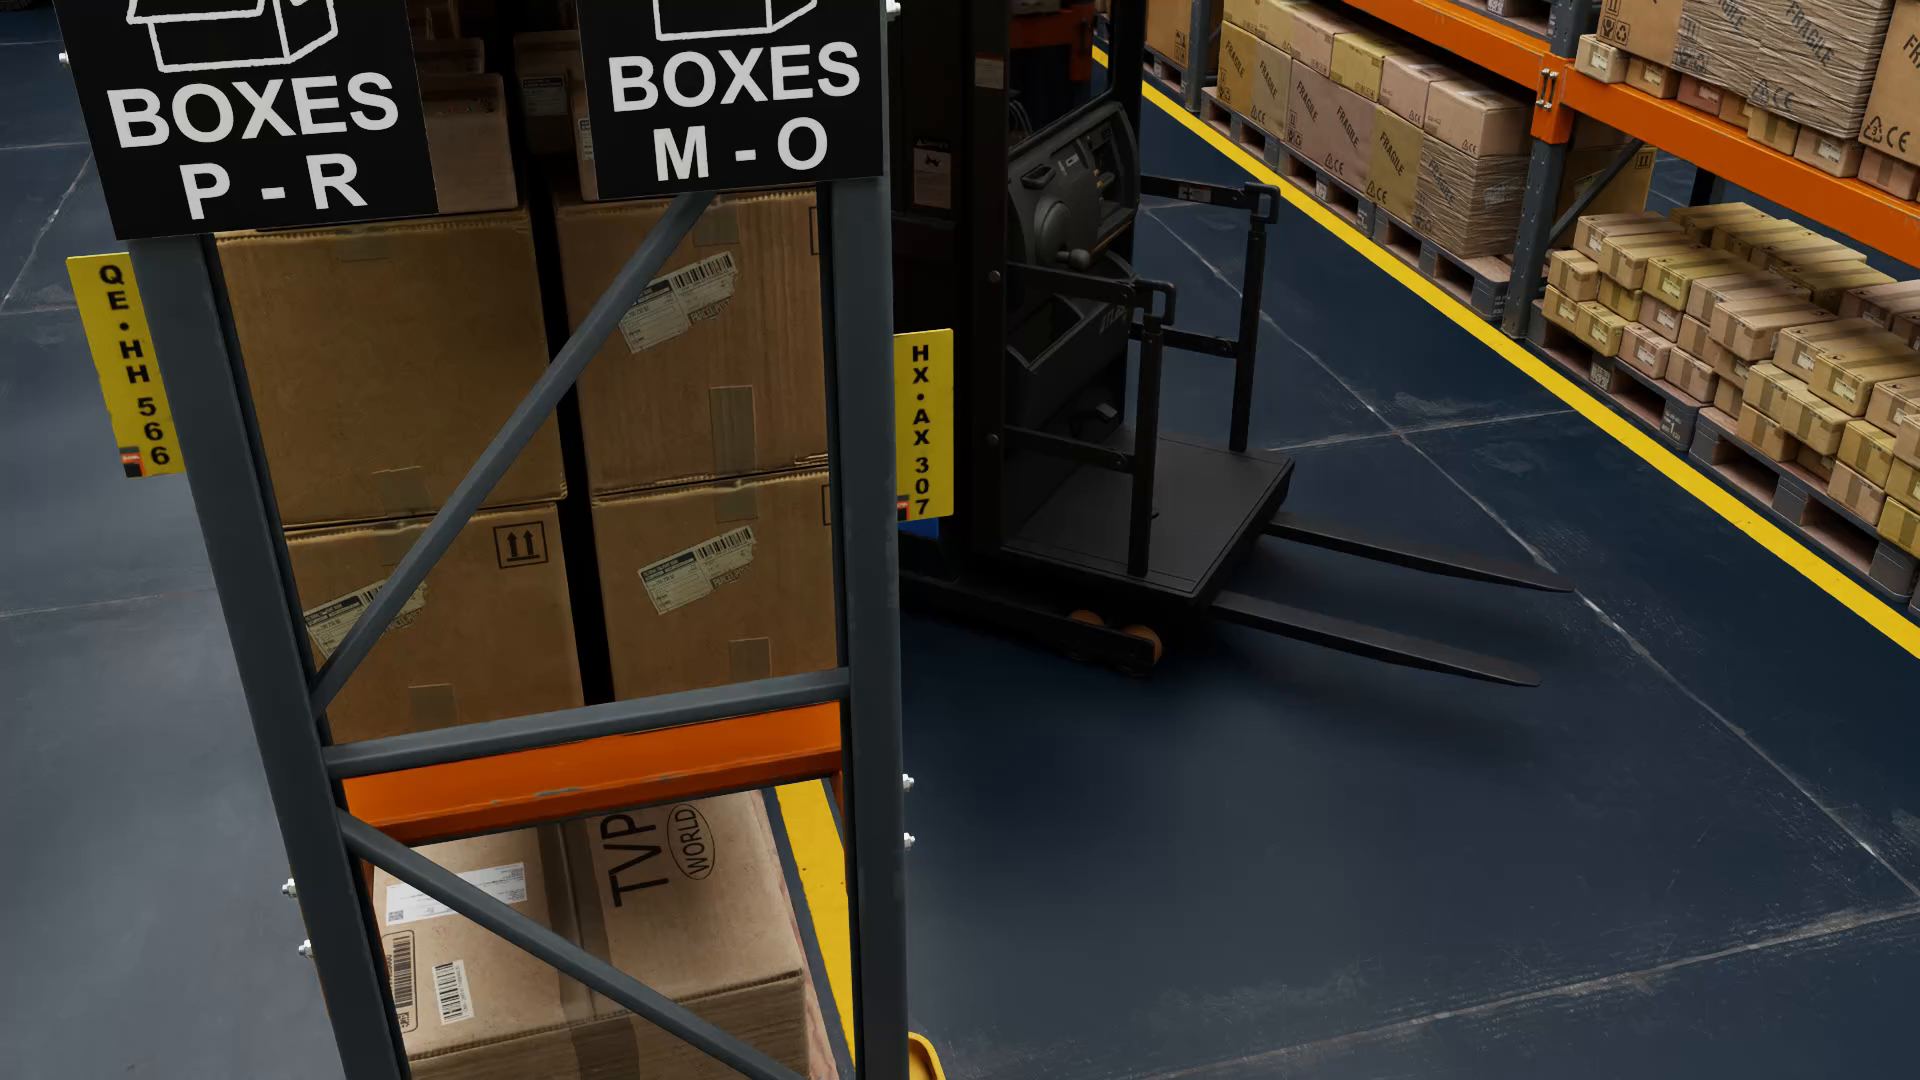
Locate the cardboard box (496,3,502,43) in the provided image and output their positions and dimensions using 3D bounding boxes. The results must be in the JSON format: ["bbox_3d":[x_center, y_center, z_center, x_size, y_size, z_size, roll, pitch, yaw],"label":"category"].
[{"bbox_3d":[-1.765,-1.842,5.340,0.500,0.500,0.500,-8,31,-13],"label":"cardboard box"}]

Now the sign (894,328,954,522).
[{"bbox_3d":[-0.059,-0.176,2.617,0.100,0.325,0.005,-8,31,-13],"label":"sign"}]

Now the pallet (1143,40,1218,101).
[{"bbox_3d":[1.890,-3.451,12.001,1.003,0.211,1.213,-8,31,-13],"label":"pallet"}]

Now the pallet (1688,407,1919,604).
[{"bbox_3d":[3.628,-0.218,6.416,1.003,0.211,1.213,-8,31,-13],"label":"pallet"}]

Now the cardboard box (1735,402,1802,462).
[{"bbox_3d":[3.259,-0.443,6.448,0.380,0.149,0.250,-9,31,-15],"label":"cardboard box"}]

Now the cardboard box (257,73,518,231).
[{"bbox_3d":[-0.884,-0.600,2.546,0.380,0.149,0.250,-7,31,-13],"label":"cardboard box"}]

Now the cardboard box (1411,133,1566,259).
[{"bbox_3d":[2.649,-1.759,8.371,0.500,0.500,0.500,-8,31,-14],"label":"cardboard box"}]

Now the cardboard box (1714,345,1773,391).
[{"bbox_3d":[3.248,-0.704,6.602,0.380,0.149,0.250,-6,31,-11],"label":"cardboard box"}]

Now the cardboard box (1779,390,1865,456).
[{"bbox_3d":[3.295,-0.452,6.166,0.380,0.149,0.250,-8,31,-13],"label":"cardboard box"}]

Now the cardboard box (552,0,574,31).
[{"bbox_3d":[-0.607,-1.044,3.314,0.380,0.149,0.250,-9,31,-15],"label":"cardboard box"}]

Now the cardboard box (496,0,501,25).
[{"bbox_3d":[-1.668,-2.278,6.841,0.500,0.250,0.500,-7,31,-13],"label":"cardboard box"}]

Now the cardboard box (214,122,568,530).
[{"bbox_3d":[-0.953,-0.373,2.803,0.500,0.500,0.500,-7,31,-12],"label":"cardboard box"}]

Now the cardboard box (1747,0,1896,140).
[{"bbox_3d":[3.214,-1.748,5.879,0.500,0.500,0.500,-9,31,-14],"label":"cardboard box"}]

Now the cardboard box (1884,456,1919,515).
[{"bbox_3d":[3.445,-0.196,5.724,0.380,0.149,0.250,-7,31,-13],"label":"cardboard box"}]

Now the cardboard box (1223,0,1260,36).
[{"bbox_3d":[1.976,-3.326,10.330,0.500,0.250,0.500,-9,31,-16],"label":"cardboard box"}]

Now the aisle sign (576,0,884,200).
[{"bbox_3d":[-0.297,-0.825,2.086,0.394,0.787,0.004,-8,31,-13],"label":"aisle sign"}]

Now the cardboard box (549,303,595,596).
[{"bbox_3d":[-0.607,-0.250,3.588,0.500,0.500,0.500,-8,31,-14],"label":"cardboard box"}]

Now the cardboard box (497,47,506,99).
[{"bbox_3d":[-1.511,-1.348,4.487,0.500,0.500,0.500,-7,31,-12],"label":"cardboard box"}]

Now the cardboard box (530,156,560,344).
[{"bbox_3d":[-0.592,-0.691,3.351,0.500,0.500,0.500,-9,31,-15],"label":"cardboard box"}]

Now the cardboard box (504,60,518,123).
[{"bbox_3d":[-1.146,-1.234,5.287,0.500,0.500,0.500,-9,31,-14],"label":"cardboard box"}]

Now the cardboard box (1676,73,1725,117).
[{"bbox_3d":[3.110,-1.809,6.632,0.380,0.149,0.250,-9,31,-15],"label":"cardboard box"}]

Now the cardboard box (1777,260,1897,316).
[{"bbox_3d":[3.606,-1.030,6.868,0.380,0.149,0.250,-7,31,-12],"label":"cardboard box"}]

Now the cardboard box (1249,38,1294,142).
[{"bbox_3d":[2.105,-2.749,10.081,0.500,0.500,0.500,-7,31,-13],"label":"cardboard box"}]

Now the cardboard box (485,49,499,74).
[{"bbox_3d":[-1.248,-0.861,3.646,0.500,0.500,0.500,-8,31,-14],"label":"cardboard box"}]

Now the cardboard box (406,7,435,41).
[{"bbox_3d":[-1.124,-0.833,2.949,0.380,0.149,0.250,-8,31,-14],"label":"cardboard box"}]

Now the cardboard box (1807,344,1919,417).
[{"bbox_3d":[3.370,-0.588,6.105,0.380,0.149,0.250,-8,31,-13],"label":"cardboard box"}]

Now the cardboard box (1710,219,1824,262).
[{"bbox_3d":[3.540,-1.285,7.309,0.380,0.149,0.250,-7,31,-13],"label":"cardboard box"}]

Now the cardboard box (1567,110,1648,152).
[{"bbox_3d":[3.147,-2.152,8.300,0.500,0.250,0.500,-9,31,-15],"label":"cardboard box"}]

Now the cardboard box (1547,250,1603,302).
[{"bbox_3d":[2.876,-1.194,7.448,0.380,0.149,0.250,-6,31,-11],"label":"cardboard box"}]

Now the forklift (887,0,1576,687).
[{"bbox_3d":[0.557,-1.126,5.270,3.031,2.935,1.130,14,33,23],"label":"forklift"}]

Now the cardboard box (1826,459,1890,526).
[{"bbox_3d":[3.397,-0.194,6.018,0.380,0.149,0.250,-7,31,-12],"label":"cardboard box"}]

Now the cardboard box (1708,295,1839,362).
[{"bbox_3d":[3.191,-0.833,6.528,0.380,0.149,0.250,-7,31,-12],"label":"cardboard box"}]

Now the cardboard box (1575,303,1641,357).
[{"bbox_3d":[2.946,-0.936,7.299,0.380,0.149,0.250,-7,31,-12],"label":"cardboard box"}]

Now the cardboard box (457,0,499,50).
[{"bbox_3d":[-1.153,-1.095,3.403,0.380,0.149,0.250,-8,31,-14],"label":"cardboard box"}]

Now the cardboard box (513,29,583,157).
[{"bbox_3d":[-0.561,-0.778,2.855,0.380,0.149,0.250,-7,31,-12],"label":"cardboard box"}]

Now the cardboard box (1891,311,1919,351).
[{"bbox_3d":[3.851,-0.783,6.441,0.380,0.149,0.250,-9,31,-15],"label":"cardboard box"}]

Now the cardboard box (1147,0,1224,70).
[{"bbox_3d":[1.952,-3.781,11.615,1.050,0.750,0.750,-8,31,-14],"label":"cardboard box"}]

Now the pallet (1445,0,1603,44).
[{"bbox_3d":[3.026,-2.641,8.009,1.003,0.211,1.213,-8,31,-13],"label":"pallet"}]

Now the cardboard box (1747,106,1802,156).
[{"bbox_3d":[3.180,-1.547,6.179,0.380,0.149,0.250,-7,31,-12],"label":"cardboard box"}]

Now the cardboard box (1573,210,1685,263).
[{"bbox_3d":[2.980,-1.347,7.415,0.380,0.149,0.250,-7,31,-11],"label":"cardboard box"}]

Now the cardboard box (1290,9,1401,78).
[{"bbox_3d":[2.230,-2.841,9.491,0.500,0.250,0.500,-8,31,-13],"label":"cardboard box"}]

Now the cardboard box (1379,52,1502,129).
[{"bbox_3d":[2.523,-2.336,8.619,0.500,0.250,0.500,-6,31,-11],"label":"cardboard box"}]

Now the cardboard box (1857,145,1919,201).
[{"bbox_3d":[3.360,-1.293,5.741,0.380,0.149,0.250,-7,31,-11],"label":"cardboard box"}]

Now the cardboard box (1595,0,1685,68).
[{"bbox_3d":[2.977,-2.234,6.719,0.500,0.500,0.500,-8,31,-14],"label":"cardboard box"}]

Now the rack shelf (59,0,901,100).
[{"bbox_3d":[-1.127,-1.649,3.828,1.077,0.370,4.000,-8,31,-13],"label":"rack shelf"}]

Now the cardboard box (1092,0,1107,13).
[{"bbox_3d":[1.469,-4.653,13.121,1.050,0.750,0.750,-8,31,-13],"label":"cardboard box"}]

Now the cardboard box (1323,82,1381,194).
[{"bbox_3d":[2.381,-2.255,9.228,0.500,0.500,0.500,-9,31,-14],"label":"cardboard box"}]

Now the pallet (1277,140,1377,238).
[{"bbox_3d":[2.553,-2.094,9.658,1.003,0.211,1.213,-8,31,-13],"label":"pallet"}]

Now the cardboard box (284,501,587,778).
[{"bbox_3d":[-0.979,0.063,3.047,0.500,0.500,0.500,-8,31,-13],"label":"cardboard box"}]

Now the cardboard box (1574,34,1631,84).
[{"bbox_3d":[2.848,-2.046,7.041,0.380,0.149,0.250,-7,31,-11],"label":"cardboard box"}]

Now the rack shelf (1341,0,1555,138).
[{"bbox_3d":[2.557,-2.990,9.139,1.077,0.370,4.000,-8,31,-13],"label":"rack shelf"}]

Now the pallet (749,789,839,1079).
[{"bbox_3d":[-0.883,1.135,4.079,1.003,0.211,1.213,-8,31,-13],"label":"pallet"}]

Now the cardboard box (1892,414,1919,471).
[{"bbox_3d":[3.430,-0.324,5.647,0.380,0.149,0.250,-7,31,-11],"label":"cardboard box"}]

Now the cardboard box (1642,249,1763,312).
[{"bbox_3d":[3.111,-1.090,6.972,0.380,0.149,0.250,-8,31,-14],"label":"cardboard box"}]

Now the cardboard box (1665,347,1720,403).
[{"bbox_3d":[3.177,-0.707,6.903,0.380,0.149,0.250,-8,31,-14],"label":"cardboard box"}]

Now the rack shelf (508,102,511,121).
[{"bbox_3d":[-2.188,-2.283,7.918,1.077,0.370,4.000,-8,31,-13],"label":"rack shelf"}]

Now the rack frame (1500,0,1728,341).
[{"bbox_3d":[3.088,-2.335,7.290,1.000,3.000,0.127,-8,31,-13],"label":"rack frame"}]

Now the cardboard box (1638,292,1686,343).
[{"bbox_3d":[3.129,-0.971,7.063,0.380,0.149,0.250,-8,31,-14],"label":"cardboard box"}]

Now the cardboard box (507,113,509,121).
[{"bbox_3d":[-1.785,-1.410,5.592,0.500,0.500,0.500,-7,31,-12],"label":"cardboard box"}]

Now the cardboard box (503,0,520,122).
[{"bbox_3d":[-0.870,-1.179,4.195,0.500,0.500,0.500,-8,31,-13],"label":"cardboard box"}]
